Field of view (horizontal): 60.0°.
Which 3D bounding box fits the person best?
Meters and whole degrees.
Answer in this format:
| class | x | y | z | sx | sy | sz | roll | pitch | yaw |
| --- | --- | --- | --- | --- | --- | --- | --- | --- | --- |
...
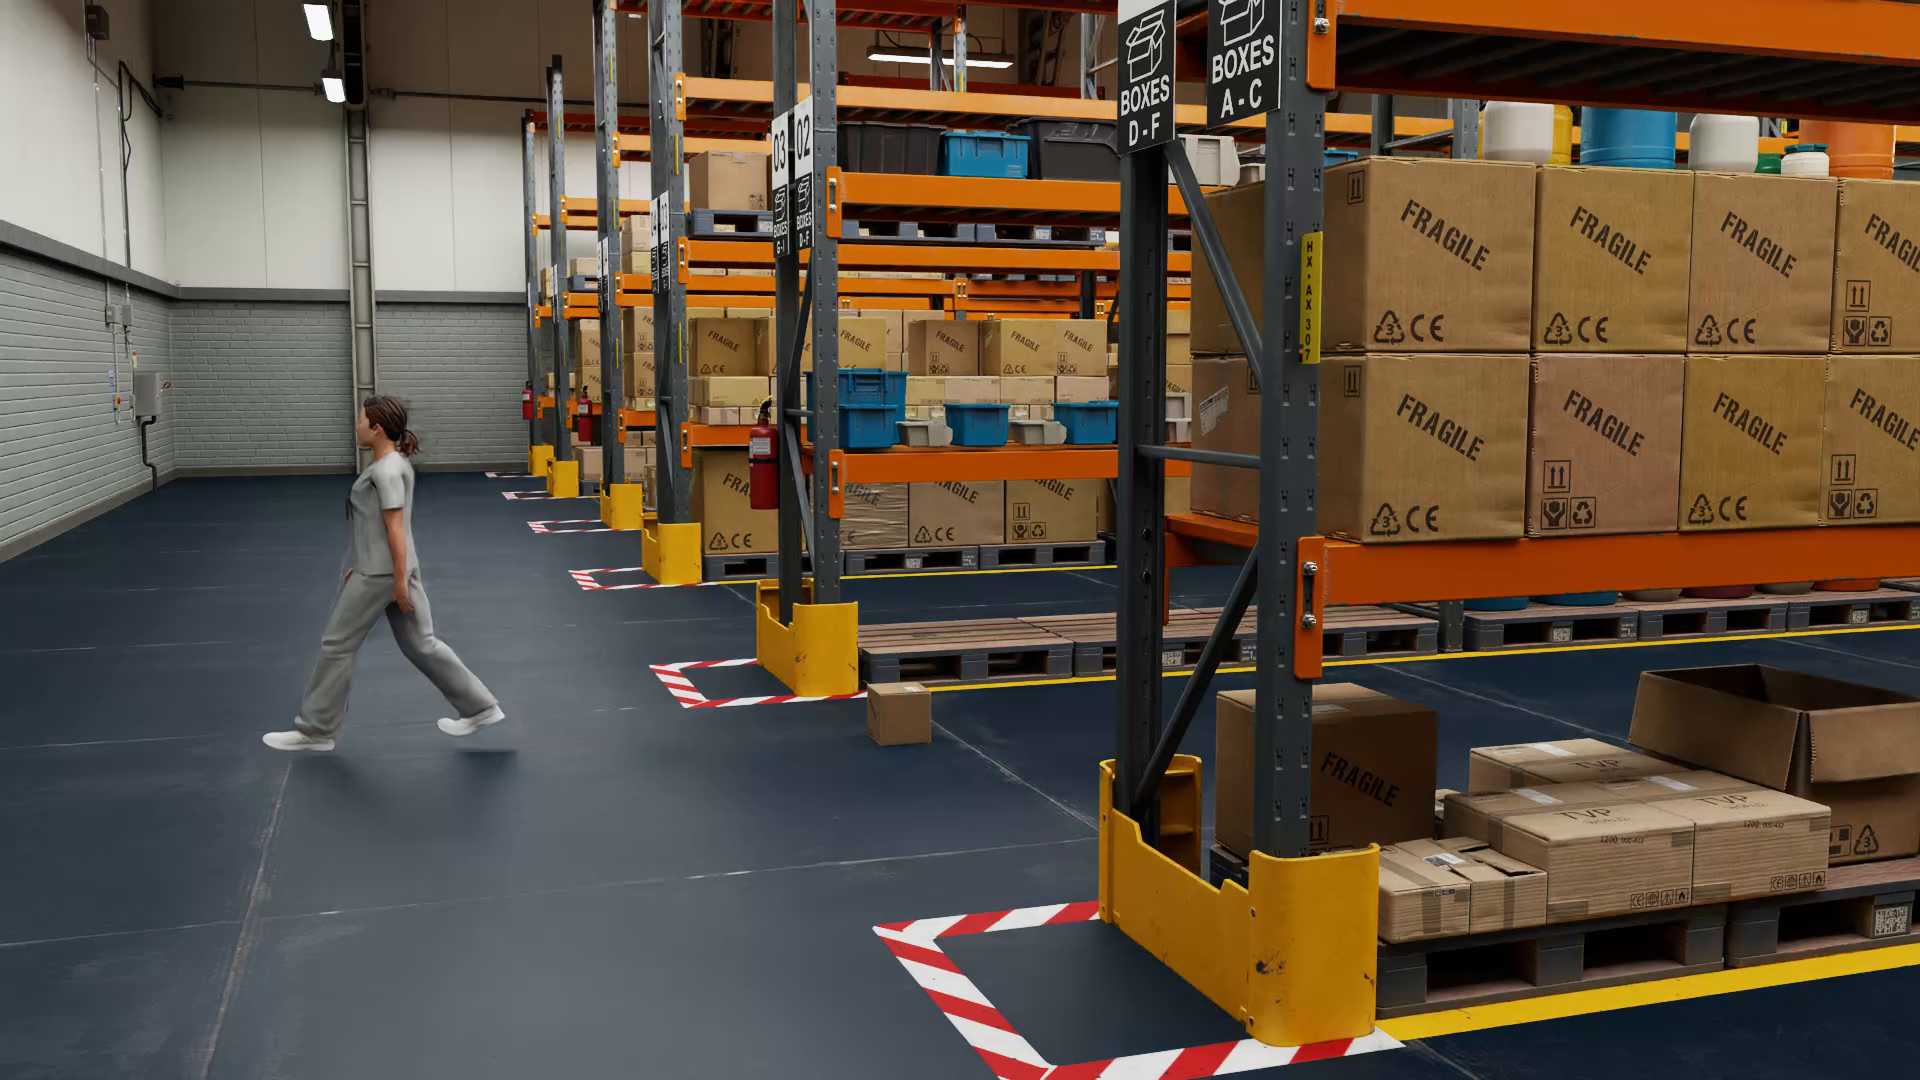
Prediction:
| class | x | y | z | sx | sy | sz | roll | pitch | yaw |
| --- | --- | --- | --- | --- | --- | --- | --- | --- | --- |
| person | -2.647 | 0.146 | 7.640 | 1.049 | 1.618 | 0.458 | -1 | 6 | -7 |
